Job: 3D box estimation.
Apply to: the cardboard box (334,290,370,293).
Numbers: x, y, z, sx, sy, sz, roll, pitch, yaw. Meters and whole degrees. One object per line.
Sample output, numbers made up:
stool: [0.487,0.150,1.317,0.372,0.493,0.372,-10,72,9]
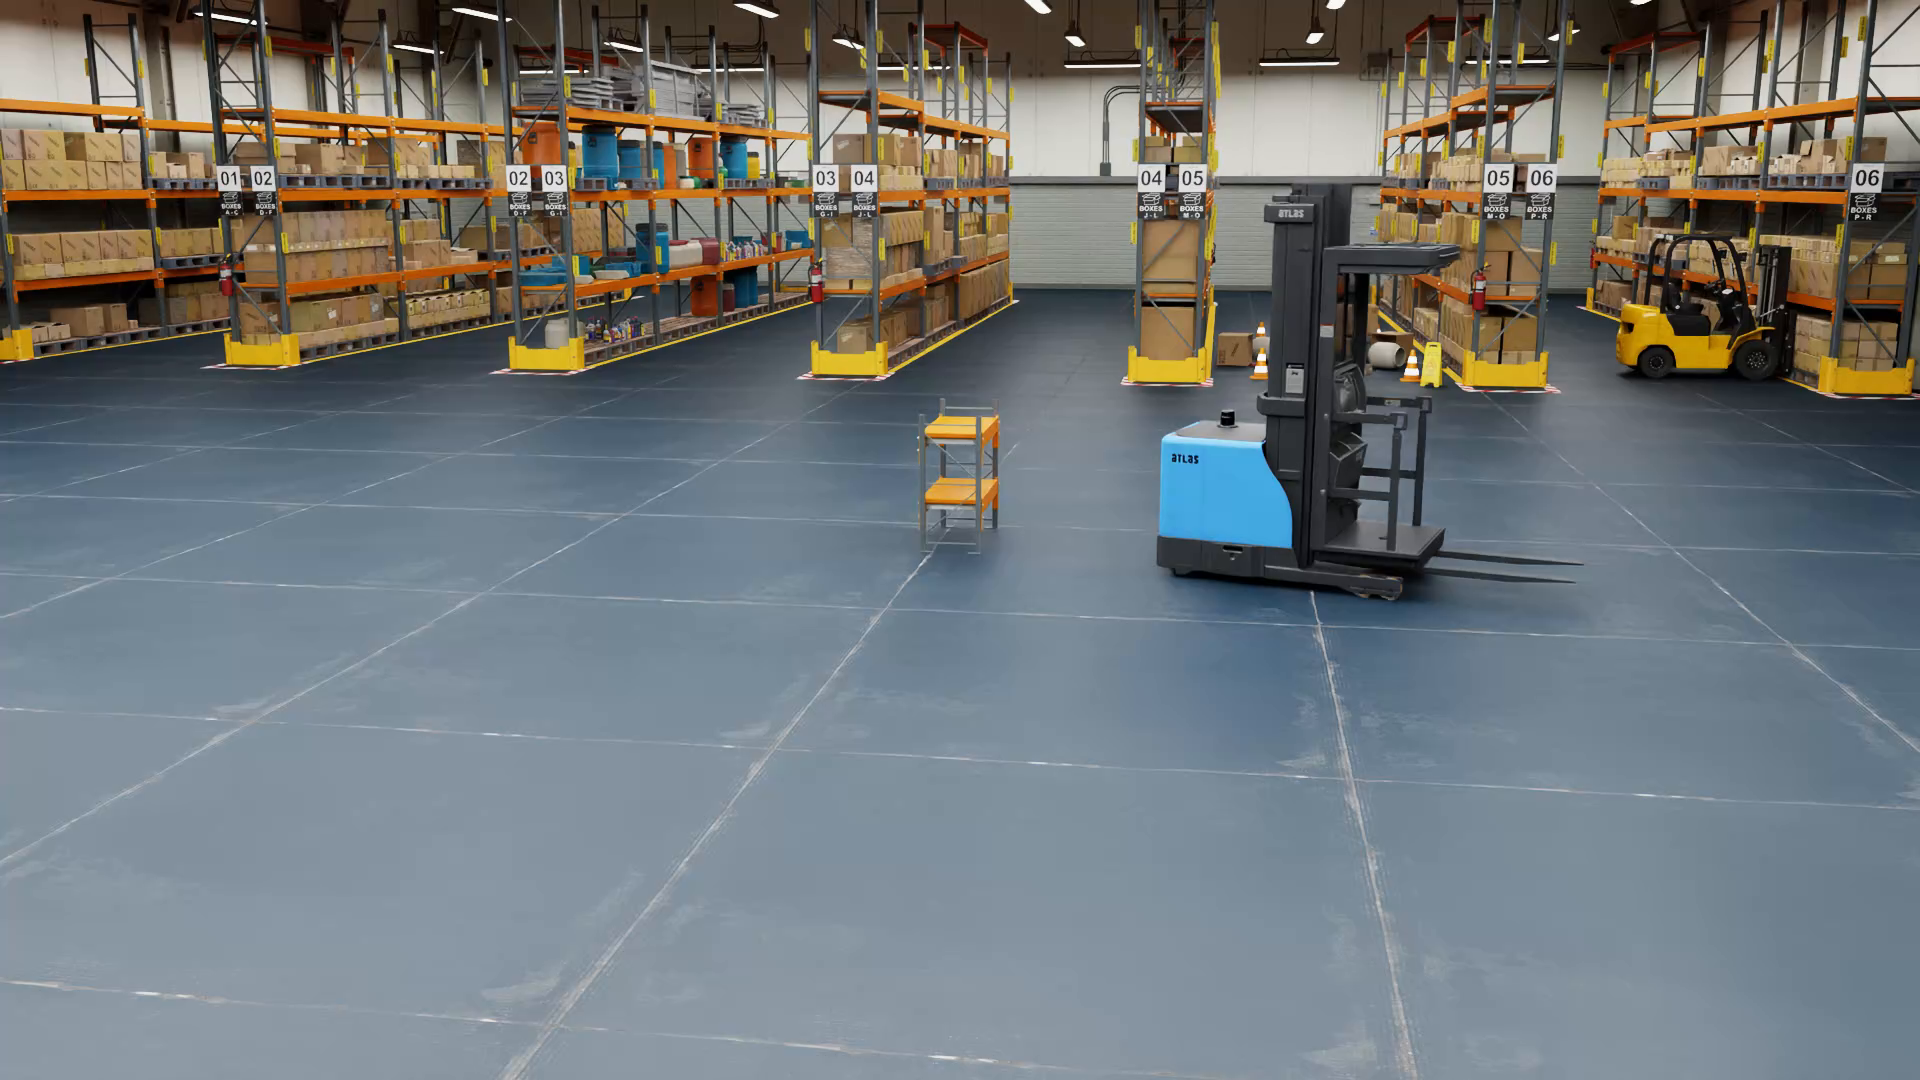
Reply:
cardboard box: [-11.299,-4.365,30.875,0.500,0.500,0.500,2,12,9]

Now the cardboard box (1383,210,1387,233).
cardboard box: [10.008,-7.310,38.183,0.500,0.500,0.500,2,12,8]

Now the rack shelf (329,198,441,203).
rack shelf: [-14.275,-8.579,41.270,1.077,0.370,4.000,2,12,9]

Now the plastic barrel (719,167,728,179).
plastic barrel: [-5.019,-7.703,34.870,0.294,0.245,0.294,0,12,0]

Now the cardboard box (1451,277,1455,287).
cardboard box: [8.091,-4.136,26.663,0.380,0.149,0.250,2,12,9]

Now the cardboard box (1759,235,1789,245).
cardboard box: [13.225,-4.875,27.011,0.380,0.149,0.250,2,12,10]

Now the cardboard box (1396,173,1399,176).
cardboard box: [9.675,-8.044,36.163,0.396,0.266,0.258,2,12,10]

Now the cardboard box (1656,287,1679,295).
cardboard box: [14.341,-5.046,33.685,0.380,0.149,0.250,2,12,11]

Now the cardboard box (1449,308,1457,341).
cardboard box: [8.152,-3.474,26.745,0.500,0.500,0.500,3,12,12]

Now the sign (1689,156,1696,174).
sign: [13.647,-6.990,30.961,0.100,0.325,0.005,2,12,9]

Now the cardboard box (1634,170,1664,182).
cardboard box: [14.624,-7.733,35.284,0.500,0.250,0.500,2,12,9]

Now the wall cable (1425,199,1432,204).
wall cable: [12.755,-8.706,44.859,0.588,1.984,0.122,2,12,9]

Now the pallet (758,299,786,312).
pallet: [-4.719,-5.518,39.099,1.003,0.211,1.213,2,12,9]

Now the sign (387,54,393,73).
sign: [-10.373,-8.667,30.255,0.100,0.325,0.005,2,12,9]

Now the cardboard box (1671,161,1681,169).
cardboard box: [14.143,-7.338,32.504,0.380,0.149,0.250,2,12,9]

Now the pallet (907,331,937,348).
pallet: [-1.012,-3.700,30.663,1.003,0.211,1.213,2,12,9]

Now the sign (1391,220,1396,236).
sign: [9.344,-6.725,35.837,0.100,0.325,0.005,2,12,9]

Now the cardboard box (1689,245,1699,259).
cardboard box: [13.848,-5.340,30.823,0.500,0.250,0.500,2,12,9]

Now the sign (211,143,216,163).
sign: [-12.067,-6.271,26.940,0.100,0.325,0.005,2,12,9]

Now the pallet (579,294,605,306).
pallet: [-9.396,-5.923,40.976,1.003,0.211,1.213,2,12,9]

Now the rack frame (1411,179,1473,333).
rack frame: [9.277,-5.413,31.991,1.000,3.000,0.127,2,12,9]

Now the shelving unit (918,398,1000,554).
shelving unit: [0.001,-0.551,13.881,0.538,1.125,1.048,2,12,9]

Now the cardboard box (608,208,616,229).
cardboard box: [-8.946,-8.052,41.626,0.500,0.500,0.500,2,12,10]

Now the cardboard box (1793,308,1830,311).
cardboard box: [13.620,-3.556,26.528,0.500,0.250,0.500,2,12,8]

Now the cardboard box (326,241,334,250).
cardboard box: [-11.064,-5.099,28.758,0.380,0.149,0.250,2,12,8]

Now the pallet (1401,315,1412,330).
pallet: [9.663,-4.465,34.210,1.003,0.211,1.213,2,12,9]

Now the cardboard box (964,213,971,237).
cardboard box: [-0.187,-6.700,35.346,0.797,0.503,0.637,2,12,10]

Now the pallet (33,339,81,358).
pallet: [-16.257,-3.371,29.134,1.003,0.211,1.213,2,12,9]

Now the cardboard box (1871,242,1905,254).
cardboard box: [13.215,-4.162,23.703,0.380,0.149,0.250,2,12,8]

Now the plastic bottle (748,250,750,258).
plastic bottle: [-4.680,-6.304,36.594,0.097,0.201,0.097,0,12,0]

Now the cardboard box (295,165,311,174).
cardboard box: [-11.178,-6.247,28.007,0.380,0.149,0.250,2,12,9]

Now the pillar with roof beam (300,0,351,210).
pillar with roof beam: [-11.076,-10.015,39.105,9.100,9.000,0.548,2,12,9]

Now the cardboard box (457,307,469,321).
cardboard box: [-10.299,-4.588,33.690,0.500,0.250,0.500,2,12,10]

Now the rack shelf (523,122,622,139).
rack shelf: [-9.380,-9.884,40.213,1.077,0.370,4.000,2,12,9]

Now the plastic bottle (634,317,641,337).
plastic bottle: [-5.838,-3.839,29.929,0.144,0.351,0.185,2,12,7]

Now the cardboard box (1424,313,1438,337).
cardboard box: [8.953,-3.905,30.233,0.950,0.372,0.625,2,12,11]

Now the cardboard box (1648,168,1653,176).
cardboard box: [14.219,-7.475,33.803,0.380,0.149,0.250,2,12,9]

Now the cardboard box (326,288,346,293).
cardboard box: [-14.688,-5.878,38.254,0.750,0.750,0.750,2,12,10]

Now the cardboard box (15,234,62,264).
cardboard box: [-15.972,-5.045,28.814,0.500,0.500,0.500,2,12,9]

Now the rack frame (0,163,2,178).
rack frame: [-16.428,-7.483,27.355,1.000,3.000,0.127,2,12,9]

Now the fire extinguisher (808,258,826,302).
fire extinguisher: [-2.218,-4.022,25.720,0.296,0.674,0.183,2,12,9]

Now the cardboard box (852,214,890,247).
cardboard box: [-1.391,-4.857,26.096,0.500,0.500,0.500,2,12,9]

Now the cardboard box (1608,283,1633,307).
cardboard box: [14.875,-5.494,37.302,0.500,0.500,0.500,2,12,10]

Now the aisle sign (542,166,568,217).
aisle sign: [-6.361,-5.476,26.110,0.394,0.787,0.004,2,12,9]

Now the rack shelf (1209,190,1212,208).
rack shelf: [4.063,-6.251,30.465,1.077,0.370,4.000,2,12,9]

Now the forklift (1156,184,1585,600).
forklift: [3.066,-1.125,12.255,3.031,2.935,1.130,6,13,25]

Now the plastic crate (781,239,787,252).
plastic crate: [-4.377,-7.011,39.542,0.437,0.282,0.530,2,12,9]

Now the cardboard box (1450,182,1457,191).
cardboard box: [8.274,-5.814,27.329,0.380,0.149,0.250,2,12,9]

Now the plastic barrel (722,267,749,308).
plastic barrel: [-5.003,-5.647,37.059,0.600,0.901,0.708,2,12,9]

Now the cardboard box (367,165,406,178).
cardboard box: [-10.814,-6.949,31.359,0.500,0.250,0.500,3,13,15]

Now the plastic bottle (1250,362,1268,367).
plastic bottle: [4.885,-2.862,27.130,0.283,0.061,0.133,-2,12,-11]

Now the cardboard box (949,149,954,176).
cardboard box: [-0.409,-7.279,32.106,0.500,0.500,0.500,2,12,9]

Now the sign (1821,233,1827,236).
sign: [14.116,-4.865,27.203,0.100,0.325,0.005,2,12,9]

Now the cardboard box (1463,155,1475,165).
cardboard box: [8.010,-5.881,25.747,0.380,0.149,0.250,2,12,10]

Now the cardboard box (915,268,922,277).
cardboard box: [-0.873,-4.724,29.391,0.380,0.149,0.250,2,12,9]

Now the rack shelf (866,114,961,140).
rack shelf: [-0.822,-7.703,31.035,1.077,0.370,4.000,2,12,9]
